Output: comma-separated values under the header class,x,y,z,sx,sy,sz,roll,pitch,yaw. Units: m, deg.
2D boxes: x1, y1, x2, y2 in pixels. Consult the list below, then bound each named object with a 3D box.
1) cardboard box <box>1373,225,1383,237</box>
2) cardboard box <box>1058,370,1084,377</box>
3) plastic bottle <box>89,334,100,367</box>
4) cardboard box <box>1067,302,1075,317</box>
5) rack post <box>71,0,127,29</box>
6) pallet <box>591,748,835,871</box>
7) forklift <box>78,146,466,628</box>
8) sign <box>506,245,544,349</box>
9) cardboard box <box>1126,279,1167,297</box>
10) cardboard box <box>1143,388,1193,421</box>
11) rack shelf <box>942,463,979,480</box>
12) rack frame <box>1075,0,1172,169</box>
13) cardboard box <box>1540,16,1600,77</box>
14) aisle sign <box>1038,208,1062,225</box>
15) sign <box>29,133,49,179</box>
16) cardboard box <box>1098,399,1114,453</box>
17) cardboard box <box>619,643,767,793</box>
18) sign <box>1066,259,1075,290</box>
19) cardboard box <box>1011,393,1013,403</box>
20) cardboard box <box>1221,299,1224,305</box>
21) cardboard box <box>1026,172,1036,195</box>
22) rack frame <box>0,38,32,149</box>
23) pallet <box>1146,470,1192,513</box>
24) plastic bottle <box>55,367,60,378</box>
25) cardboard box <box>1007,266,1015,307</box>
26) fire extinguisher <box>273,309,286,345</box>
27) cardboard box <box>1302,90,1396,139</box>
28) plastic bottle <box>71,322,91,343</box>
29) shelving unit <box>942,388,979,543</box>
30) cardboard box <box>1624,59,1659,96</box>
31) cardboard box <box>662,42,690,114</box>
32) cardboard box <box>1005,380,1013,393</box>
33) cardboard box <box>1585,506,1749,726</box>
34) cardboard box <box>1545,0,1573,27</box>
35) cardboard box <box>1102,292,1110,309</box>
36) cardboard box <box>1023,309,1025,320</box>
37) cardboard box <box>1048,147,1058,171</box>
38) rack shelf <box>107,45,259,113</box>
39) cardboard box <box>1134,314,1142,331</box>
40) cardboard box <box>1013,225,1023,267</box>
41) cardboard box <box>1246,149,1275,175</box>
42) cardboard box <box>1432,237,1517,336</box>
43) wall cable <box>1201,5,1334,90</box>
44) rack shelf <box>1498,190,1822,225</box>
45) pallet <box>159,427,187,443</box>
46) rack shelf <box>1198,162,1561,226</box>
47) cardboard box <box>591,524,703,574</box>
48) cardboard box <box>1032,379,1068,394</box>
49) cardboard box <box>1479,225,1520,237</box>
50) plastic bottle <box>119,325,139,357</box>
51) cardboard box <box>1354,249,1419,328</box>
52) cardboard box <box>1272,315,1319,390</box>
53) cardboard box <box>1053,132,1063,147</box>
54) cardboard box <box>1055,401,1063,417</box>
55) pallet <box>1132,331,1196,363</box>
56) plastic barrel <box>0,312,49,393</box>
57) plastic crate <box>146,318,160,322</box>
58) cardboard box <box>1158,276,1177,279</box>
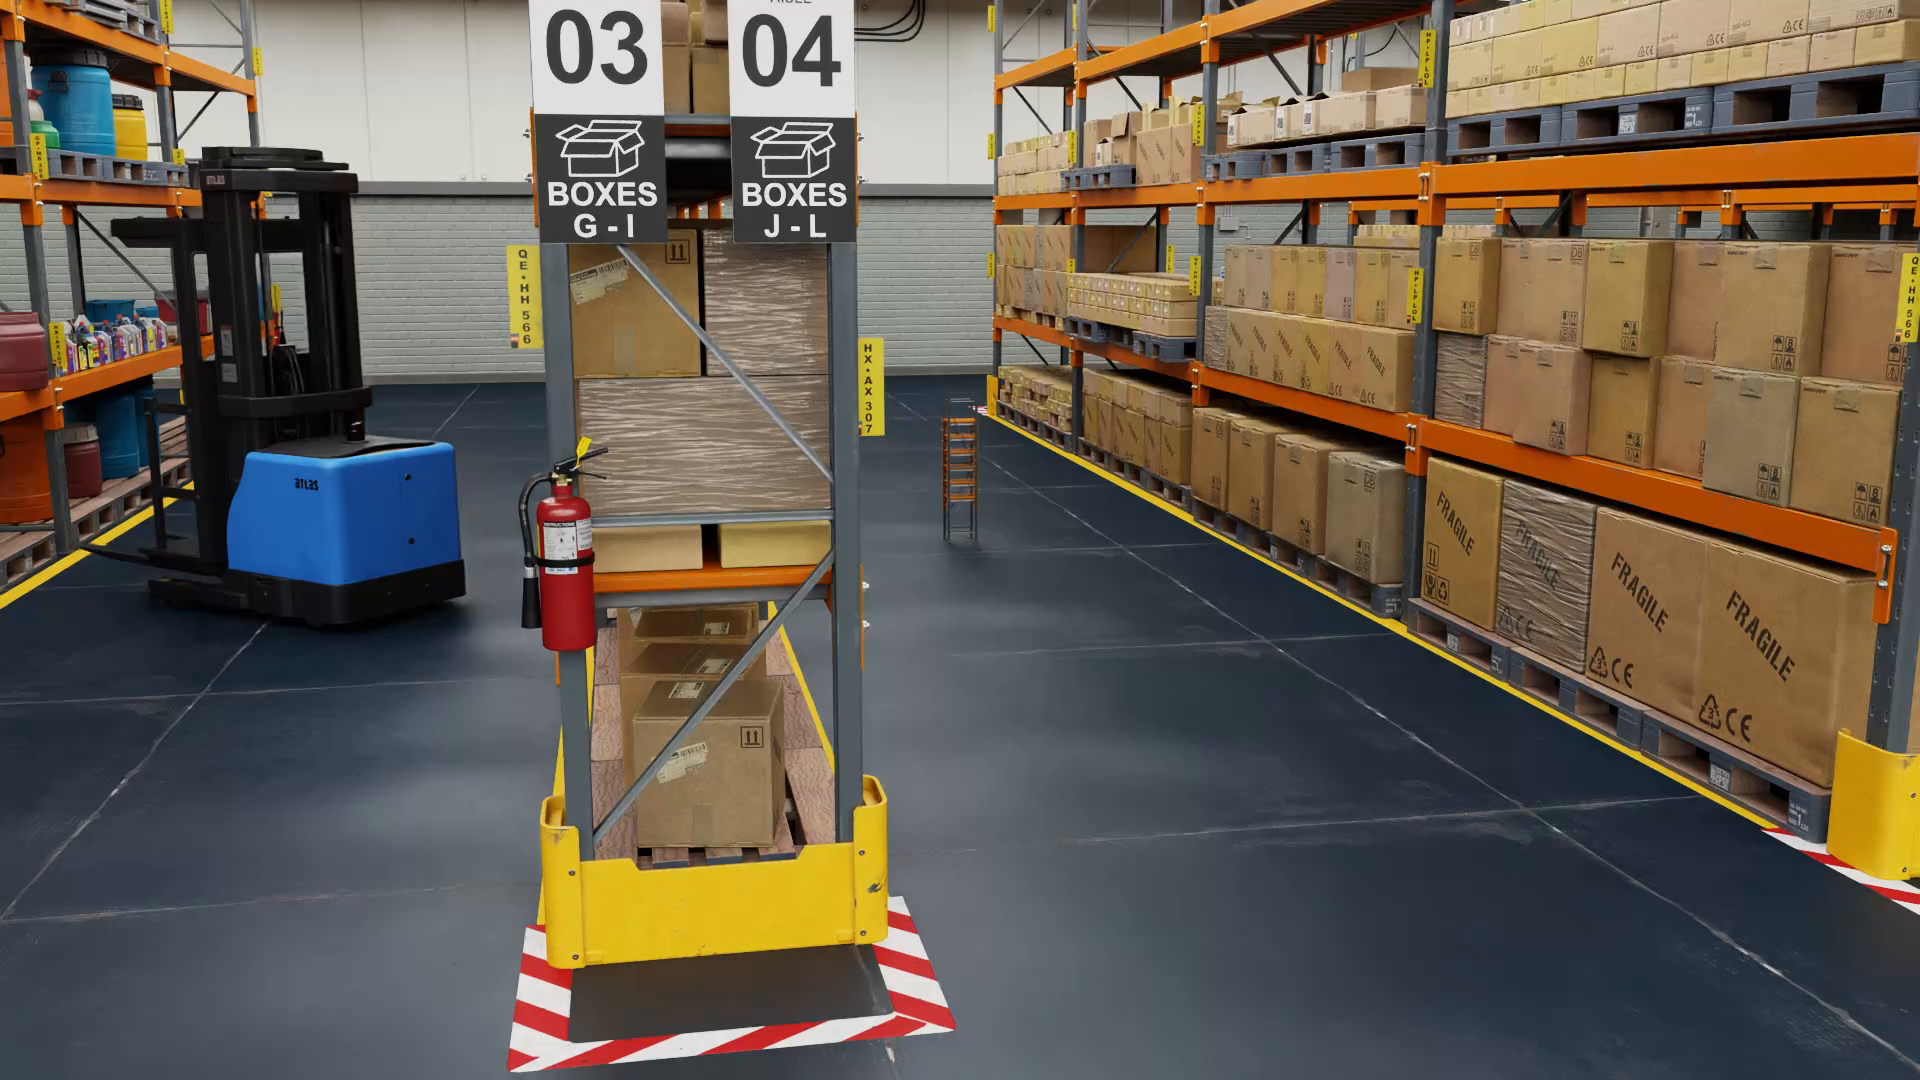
class,x,y,z,sx,sy,sz,roll,pitch,yaw
cardboard box,5.630,-4.046,21.757,0.380,0.149,0.250,-2,11,-9
cardboard box,1.445,-2.031,20.754,0.380,0.149,0.250,-3,11,-13
plastic bottle,-7.192,-1.572,13.777,0.097,0.271,0.097,0,11,0
cardboard box,1.341,-2.422,17.446,0.380,0.149,0.250,-3,11,-14
rack post,-7.509,-4.421,13.692,0.937,0.300,0.954,-1,11,-5
pallet,-0.974,1.141,6.639,1.003,0.211,1.213,-2,11,-11
forklift,-4.774,-1.080,11.033,3.031,2.935,1.130,7,13,31
sign,-1.384,-0.773,5.291,0.100,0.325,0.005,-2,11,-11
cardboard box,1.754,-2.330,15.373,0.380,0.149,0.250,-2,11,-11
cardboard box,1.994,-1.249,15.293,0.500,0.250,0.500,-2,11,-10
rack shelf,0.003,-0.543,13.079,0.258,0.103,0.180,-2,11,-11
rack frame,1.716,-5.375,17.368,1.000,3.000,0.127,-2,11,-11
cardboard box,3.290,-2.477,8.381,0.500,0.250,0.500,-2,11,-12
aisle sign,1.218,-4.463,21.668,0.394,0.787,0.004,-2,11,-11
sign,-6.711,-2.796,12.120,0.100,0.325,0.005,-2,11,-11
cardboard box,1.704,-1.164,16.852,0.500,0.500,0.500,-2,11,-8
cardboard box,-1.090,0.733,6.885,0.500,0.500,0.500,1,11,4
sign,1.185,-2.832,17.737,0.100,0.325,0.005,-2,11,-11
cardboard box,0.857,-1.814,21.208,0.380,0.149,0.250,-2,11,-11
cardboard box,2.542,-2.069,14.796,0.380,0.149,0.250,-2,11,-8
cardboard box,1.075,-4.184,19.534,0.500,0.250,0.500,-2,11,-11
rack frame,-7.250,-4.299,11.717,1.000,3.000,0.127,-2,11,-11
pallet,2.343,-0.468,15.089,1.003,0.211,1.213,-2,11,-11
plastic bottle,-7.017,-1.382,12.769,0.152,0.276,0.135,-2,11,-11
cardboard box,0.883,-3.167,20.750,0.500,0.500,0.500,-2,11,-11
fire extinguisher,-8.389,-2.642,20.261,0.296,0.674,0.183,-2,11,-11
cardboard box,2.715,-2.959,11.547,0.500,0.311,0.500,-3,11,-13
plastic bottle,-7.437,-1.673,14.094,0.144,0.351,0.185,-2,11,-11
shelving unit,0.003,-0.587,13.070,0.258,1.200,0.189,-2,11,-11
cardboard box,3.356,-2.161,7.786,0.380,0.149,0.250,-2,11,-10
cardboard box,-1.178,-1.544,5.665,0.500,0.250,0.500,-2,11,-10
cardboard box,0.786,-1.956,21.155,0.380,0.149,0.250,-2,11,-11
cardboard box,3.680,0.327,8.014,0.875,0.875,0.875,-2,11,-12
cardboard box,3.209,-2.692,8.443,0.380,0.149,0.250,-2,11,-10
cardboard box,1.601,-2.327,16.155,0.380,0.149,0.250,-2,11,-12
cardboard box,0.983,-2.777,20.436,0.380,0.149,0.250,-2,11,-12
cardboard box,1.287,-4.244,18.516,0.500,0.250,0.500,-3,11,-13
rack shelf,-8.417,-4.850,17.604,1.077,0.370,4.000,-2,11,-11
cardboard box,1.805,-1.989,15.175,0.380,0.149,0.250,-2,11,-12
cardboard box,0.948,-3.567,20.179,0.500,0.500,0.500,-2,11,-12
cardboard box,2.644,-3.331,14.386,0.500,0.500,0.500,-2,11,-11
cardboard box,3.310,-1.496,9.743,0.875,0.550,0.550,-2,11,-11
wall cable,5.129,-7.367,27.834,2.355,3.000,0.029,-2,11,-11
rack shelf,6.940,-3.380,16.832,1.077,0.370,4.000,-2,11,-11
pallet,-8.449,-1.074,18.273,1.003,0.211,1.213,-2,11,-11
rack shelf,2.883,-2.447,11.935,1.077,0.370,4.000,-2,11,-11
cardboard box,-1.093,0.014,5.775,0.380,0.149,0.250,-2,11,-11
cardboard box,1.065,-1.818,19.637,0.380,0.149,0.250,-3,11,-13
cardboard box,6.179,-3.530,19.045,0.380,0.149,0.250,-2,11,-12
plastic bottle,-7.439,-1.780,14.859,0.152,0.276,0.135,-2,11,-11
cardboard box,3.067,-1.686,11.090,0.700,0.500,0.500,-2,11,-12
cardboard box,2.610,-1.374,12.125,0.500,0.500,0.500,-2,11,-12
cardboard box,1.236,-4.408,18.308,0.380,0.149,0.250,-2,11,-11
cardboard box,1.278,-1.475,18.630,0.380,0.149,0.250,-3,11,-14
pallet,2.250,-1.727,14.759,1.213,0.211,1.003,-2,11,-11
plastic barrel,-6.862,-1.345,11.876,0.600,0.536,0.708,-2,11,-11
plastic crate,-8.661,-2.294,17.772,0.293,0.136,0.466,-2,11,-11
cardboard box,2.182,-2.546,16.510,0.380,0.149,0.250,-2,11,-13
